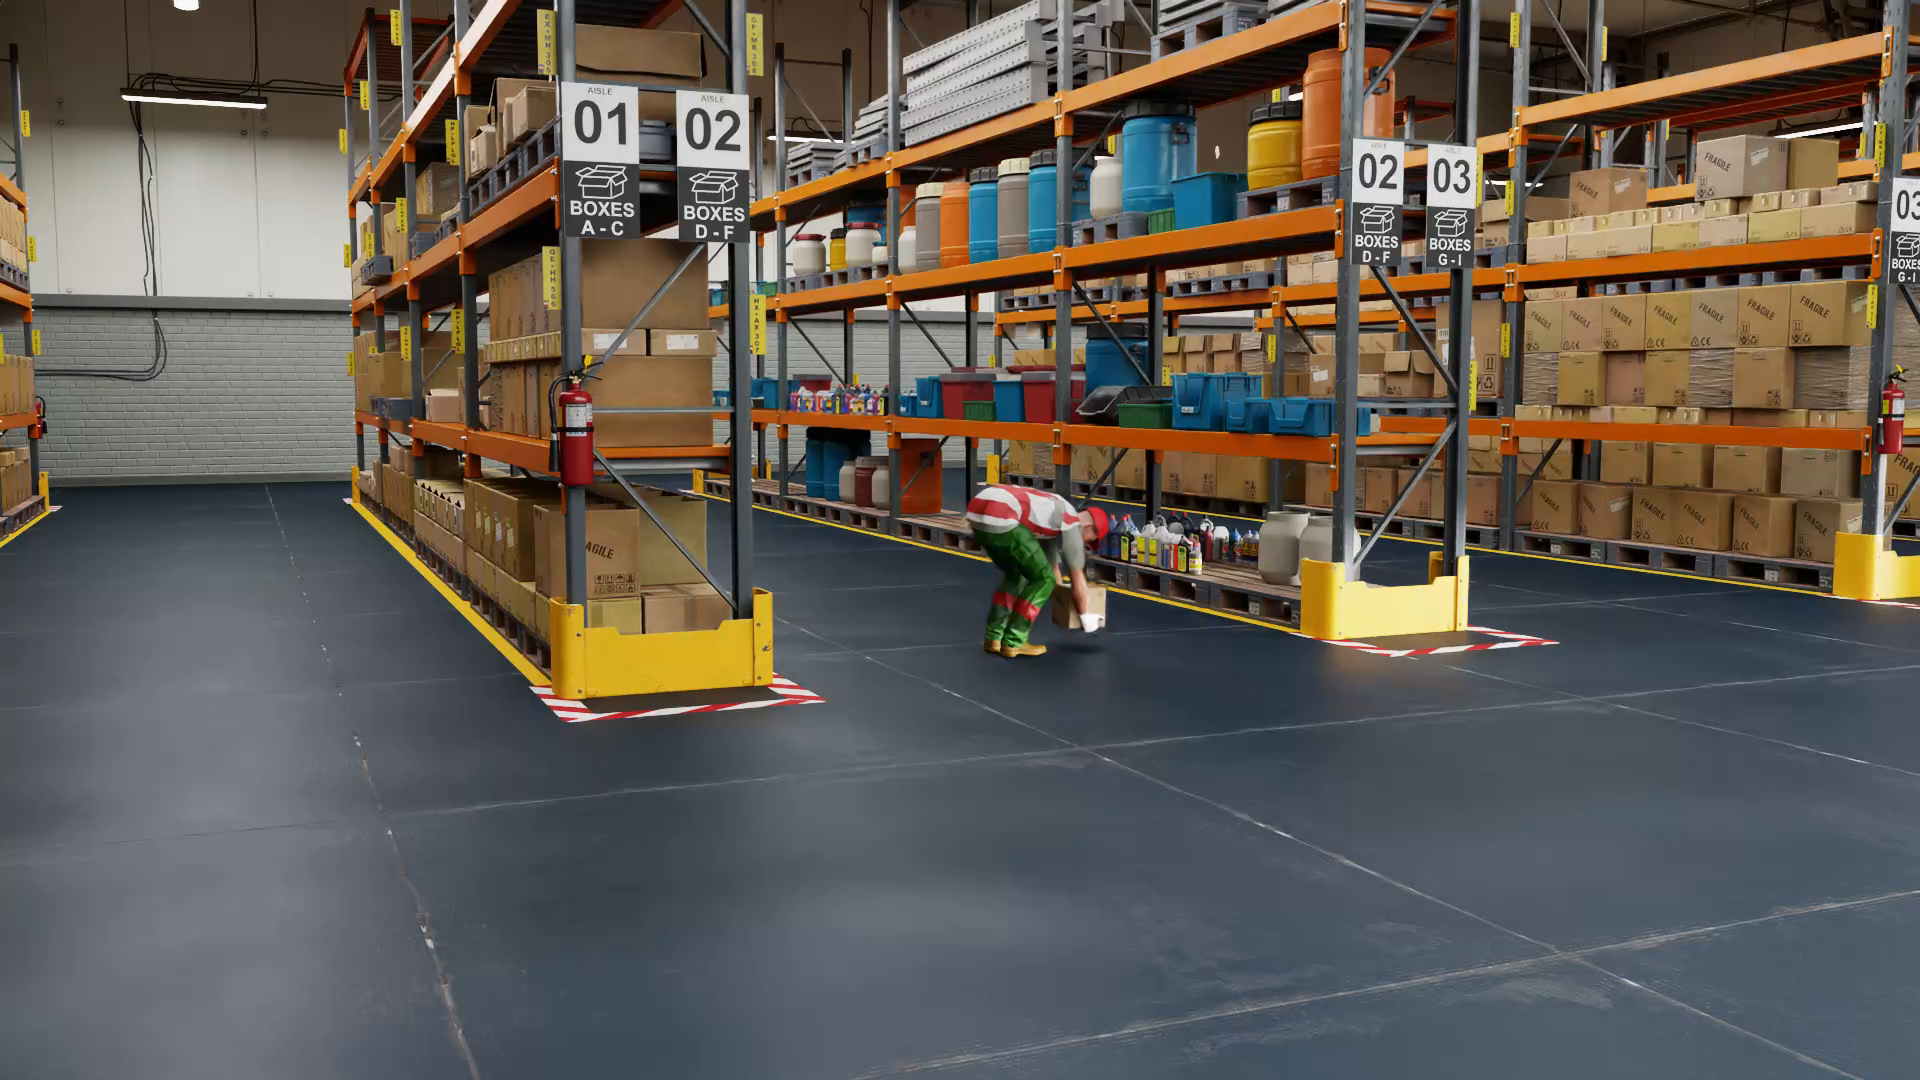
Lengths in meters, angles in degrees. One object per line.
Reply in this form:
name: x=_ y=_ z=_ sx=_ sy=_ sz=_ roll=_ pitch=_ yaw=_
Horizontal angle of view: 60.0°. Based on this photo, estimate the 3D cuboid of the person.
person: x=0.499 y=0.170 z=10.271 sx=0.957 sy=1.036 sz=0.522 roll=-3 pitch=6 yaw=-26
